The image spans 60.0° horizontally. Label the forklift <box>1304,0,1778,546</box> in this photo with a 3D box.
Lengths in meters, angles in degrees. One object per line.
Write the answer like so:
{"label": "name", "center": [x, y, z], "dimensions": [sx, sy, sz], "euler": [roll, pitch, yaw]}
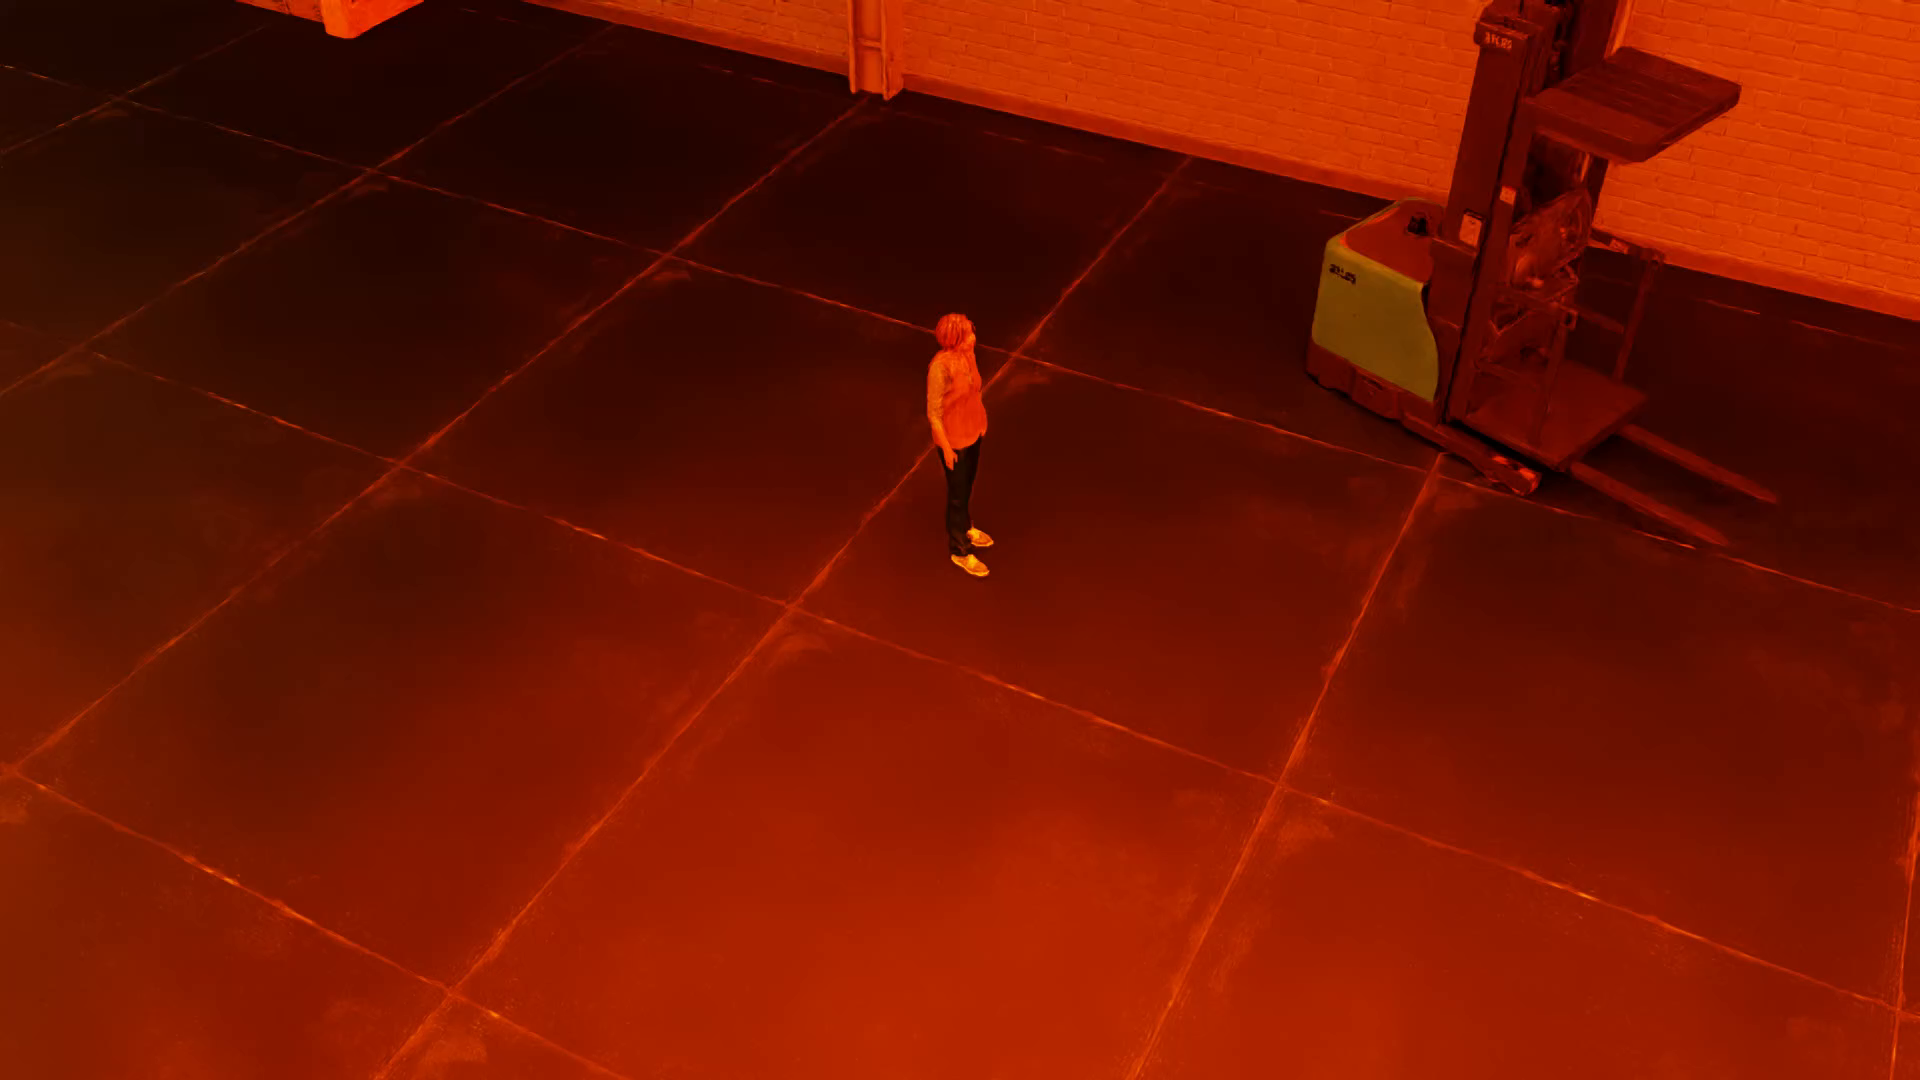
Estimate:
{"label": "forklift", "center": [3.760, -1.781, 10.101], "dimensions": [1.130, 2.935, 3.031], "euler": [-31, 49, -31]}

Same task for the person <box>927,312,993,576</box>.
{"label": "person", "center": [0.060, -0.586, 9.707], "dimensions": [0.474, 1.597, 0.520], "euler": [18, 43, 21]}
